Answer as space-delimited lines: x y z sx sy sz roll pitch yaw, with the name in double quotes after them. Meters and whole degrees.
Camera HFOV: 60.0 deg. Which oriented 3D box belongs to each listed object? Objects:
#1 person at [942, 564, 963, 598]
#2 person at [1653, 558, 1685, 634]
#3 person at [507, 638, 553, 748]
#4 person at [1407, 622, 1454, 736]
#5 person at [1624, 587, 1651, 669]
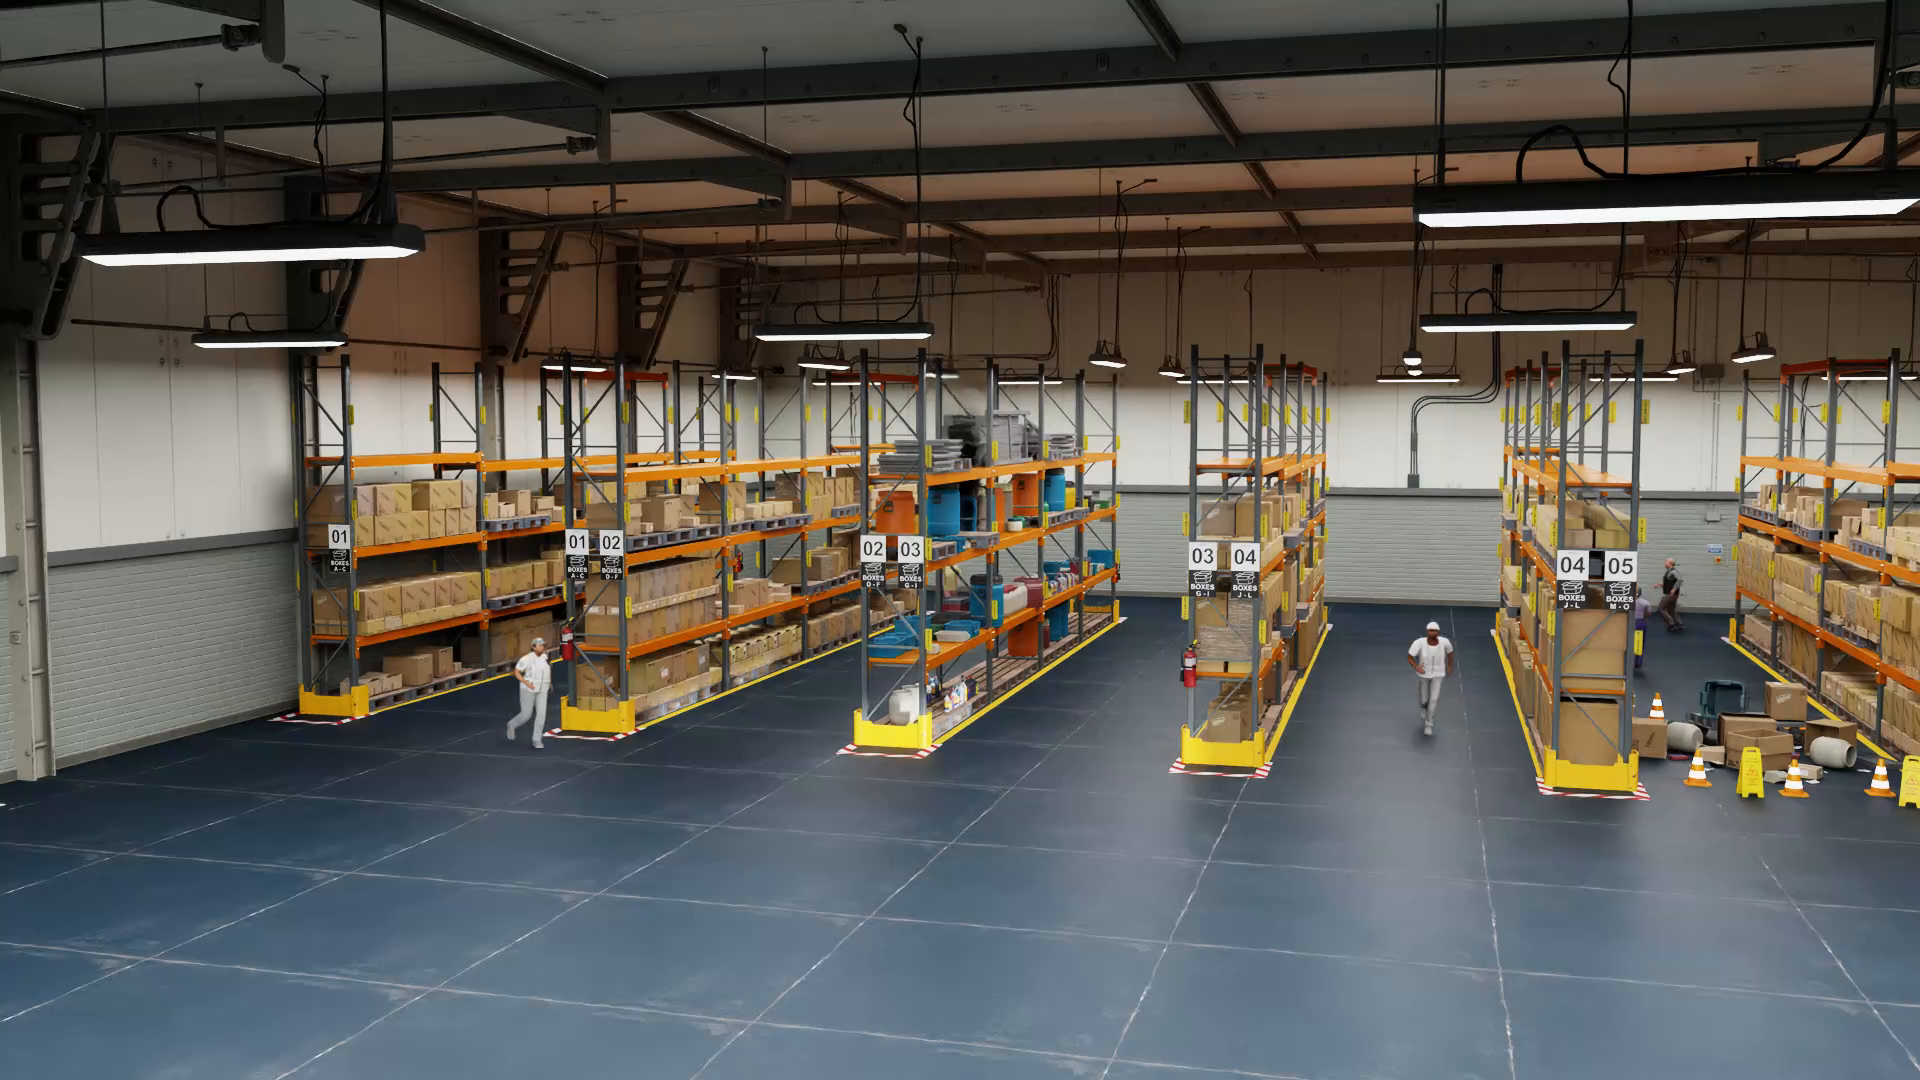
-0.226 1.200 39.730 0.589 1.665 0.897 0 4 1 "person"
16.320 1.297 38.265 0.697 1.754 0.671 2 5 24 "person"
-6.446 2.299 25.289 0.839 1.624 0.670 4 6 45 "person"
7.457 2.159 26.369 0.725 1.750 0.966 1 4 10 "person"
13.306 1.726 32.793 0.579 1.629 0.643 1 4 12 "person"
